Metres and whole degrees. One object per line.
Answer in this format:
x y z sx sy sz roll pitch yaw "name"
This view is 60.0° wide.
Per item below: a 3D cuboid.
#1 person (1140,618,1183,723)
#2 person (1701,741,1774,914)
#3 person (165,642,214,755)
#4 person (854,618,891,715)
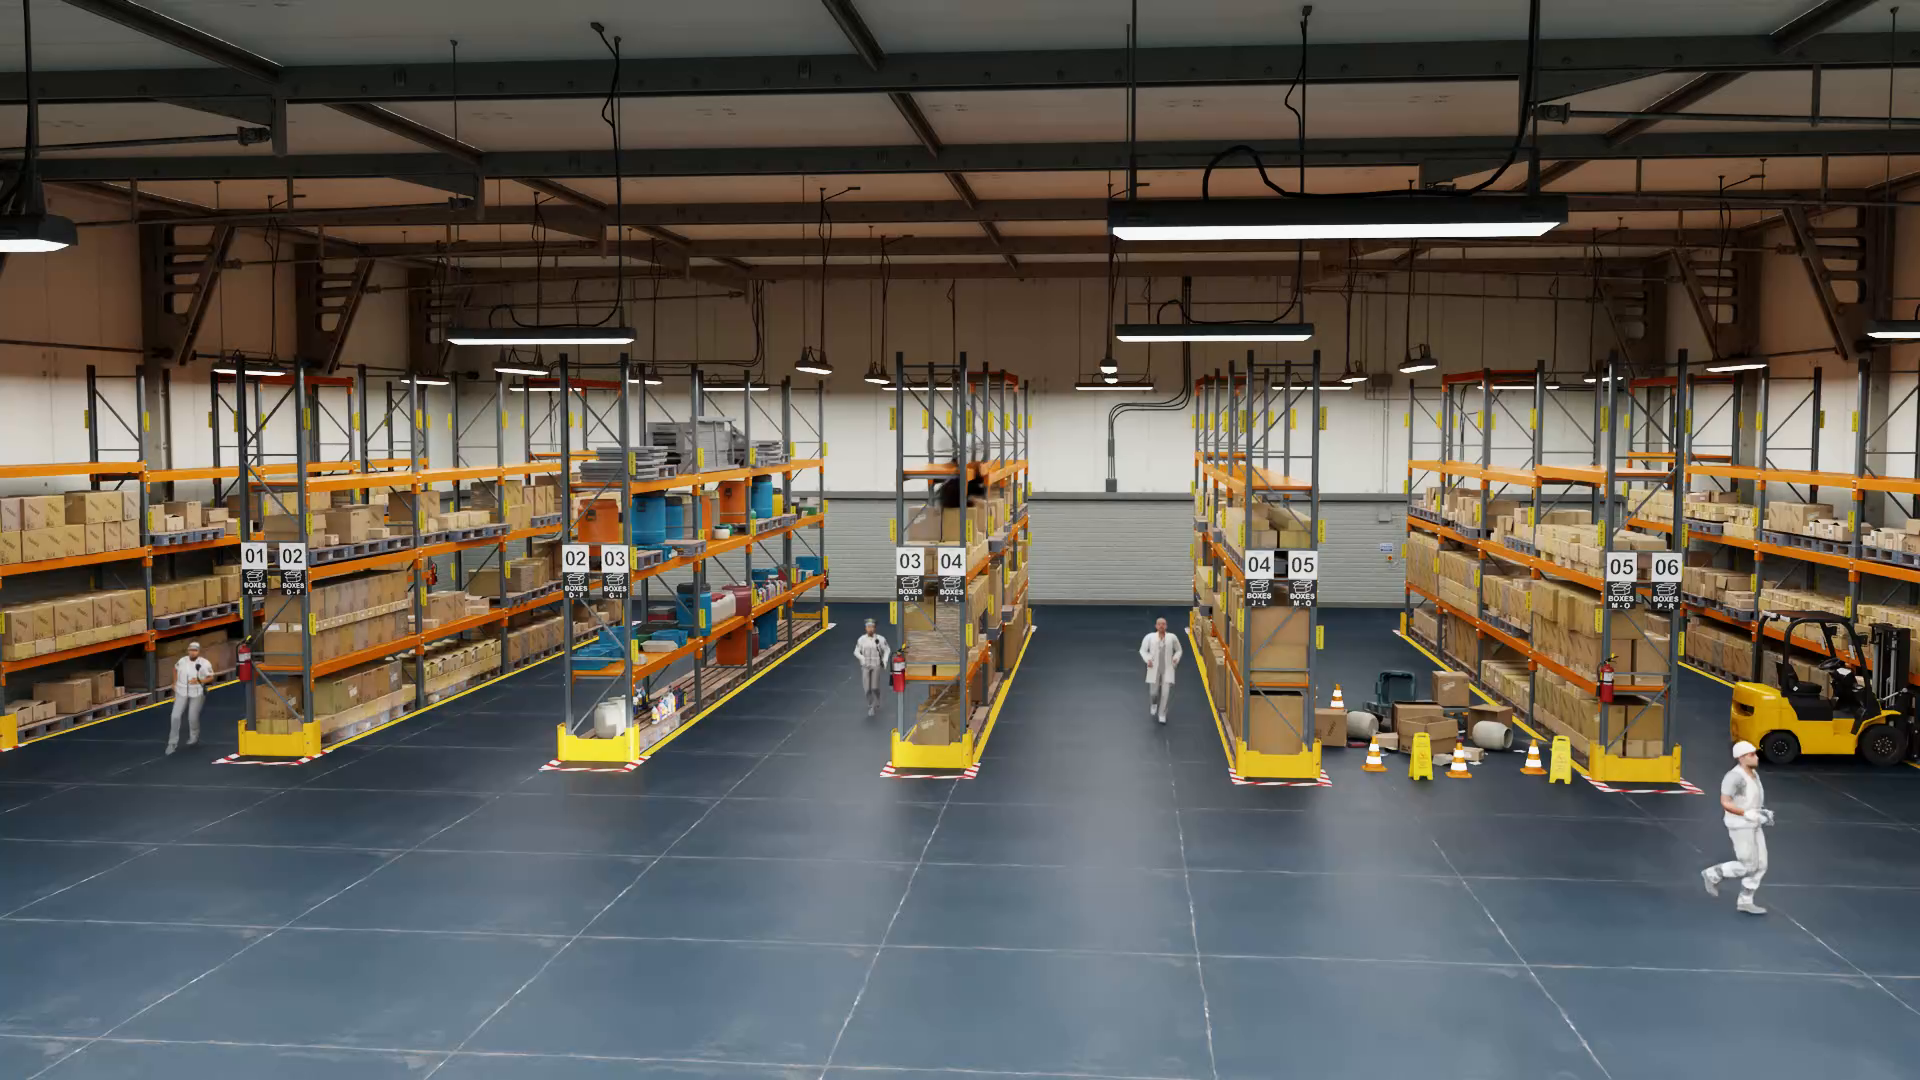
3.366 2.162 27.789 0.712 1.726 0.678 0 4 5 "person"
7.976 2.922 17.008 0.653 1.749 0.669 -4 5 -41 "person"
-11.739 2.349 25.420 0.671 1.591 0.804 -1 4 -11 "person"
-1.511 2.164 28.377 0.608 1.658 0.543 0 4 5 "person"
